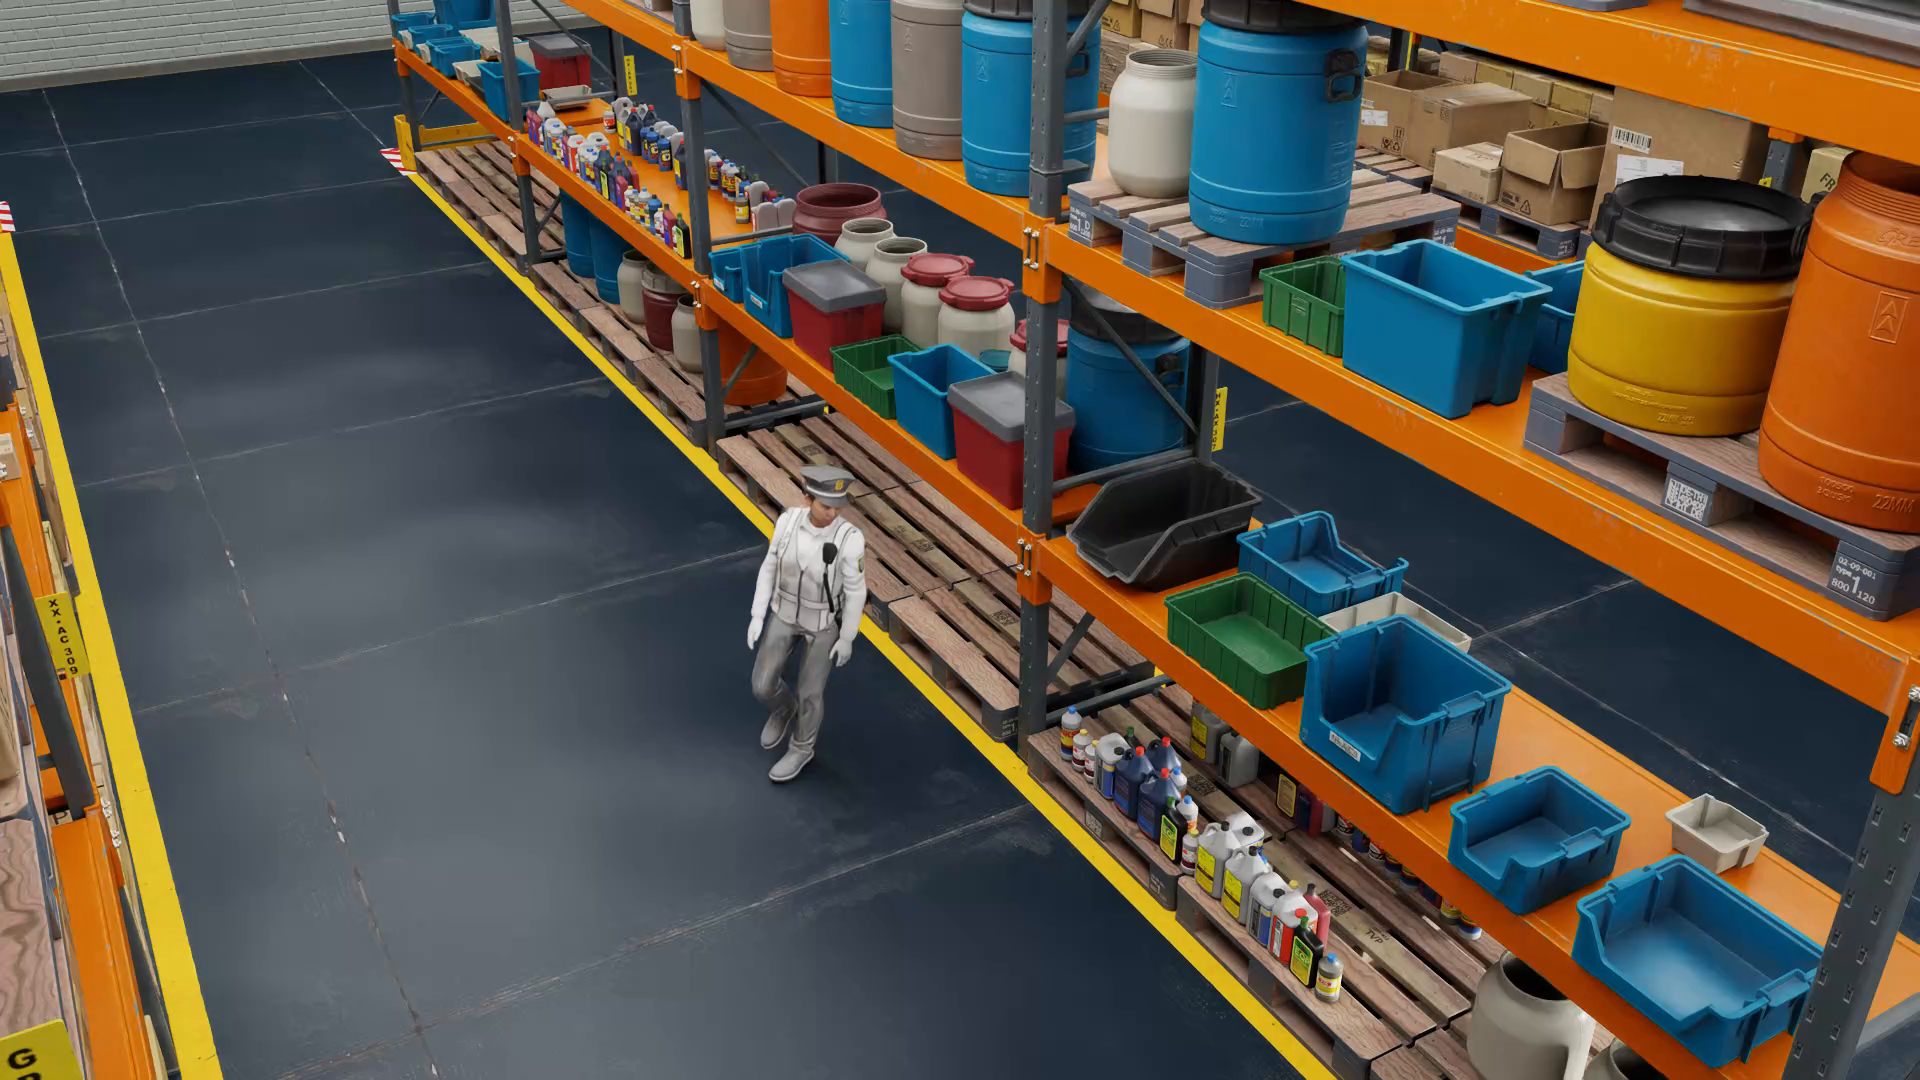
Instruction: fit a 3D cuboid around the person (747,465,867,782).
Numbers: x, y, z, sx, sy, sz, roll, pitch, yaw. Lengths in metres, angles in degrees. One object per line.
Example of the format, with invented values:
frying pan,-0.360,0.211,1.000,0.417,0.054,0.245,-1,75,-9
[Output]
person,-0.731,0.409,7.854,0.590,1.662,0.422,11,31,19
